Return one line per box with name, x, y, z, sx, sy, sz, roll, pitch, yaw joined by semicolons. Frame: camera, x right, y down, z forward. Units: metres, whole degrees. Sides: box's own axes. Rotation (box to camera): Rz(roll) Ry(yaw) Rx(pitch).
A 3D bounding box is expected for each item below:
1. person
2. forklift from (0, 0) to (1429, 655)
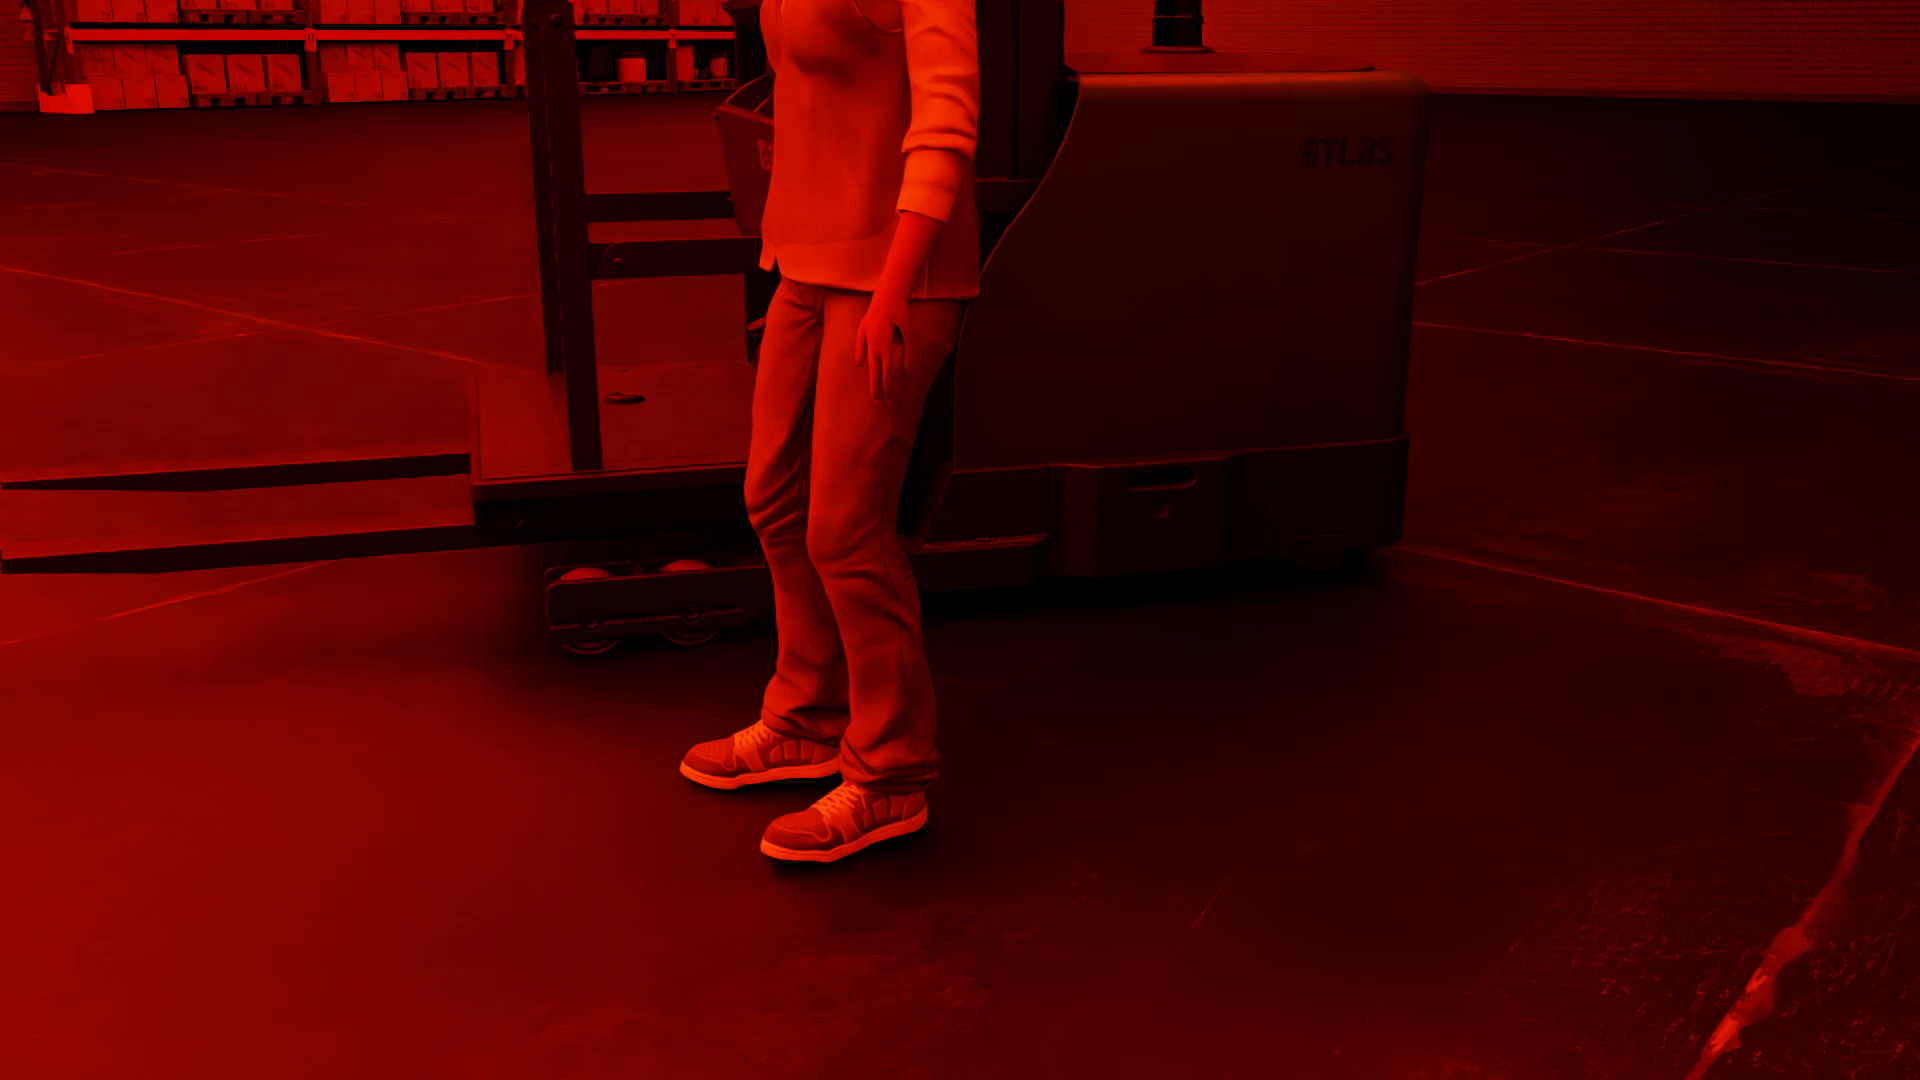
person;-0.182;-0.342;2.317;0.401;1.600;0.530;-7;18;-22
forklift;-0.587;-1.351;3.347;3.031;2.935;1.130;-5;18;-15
